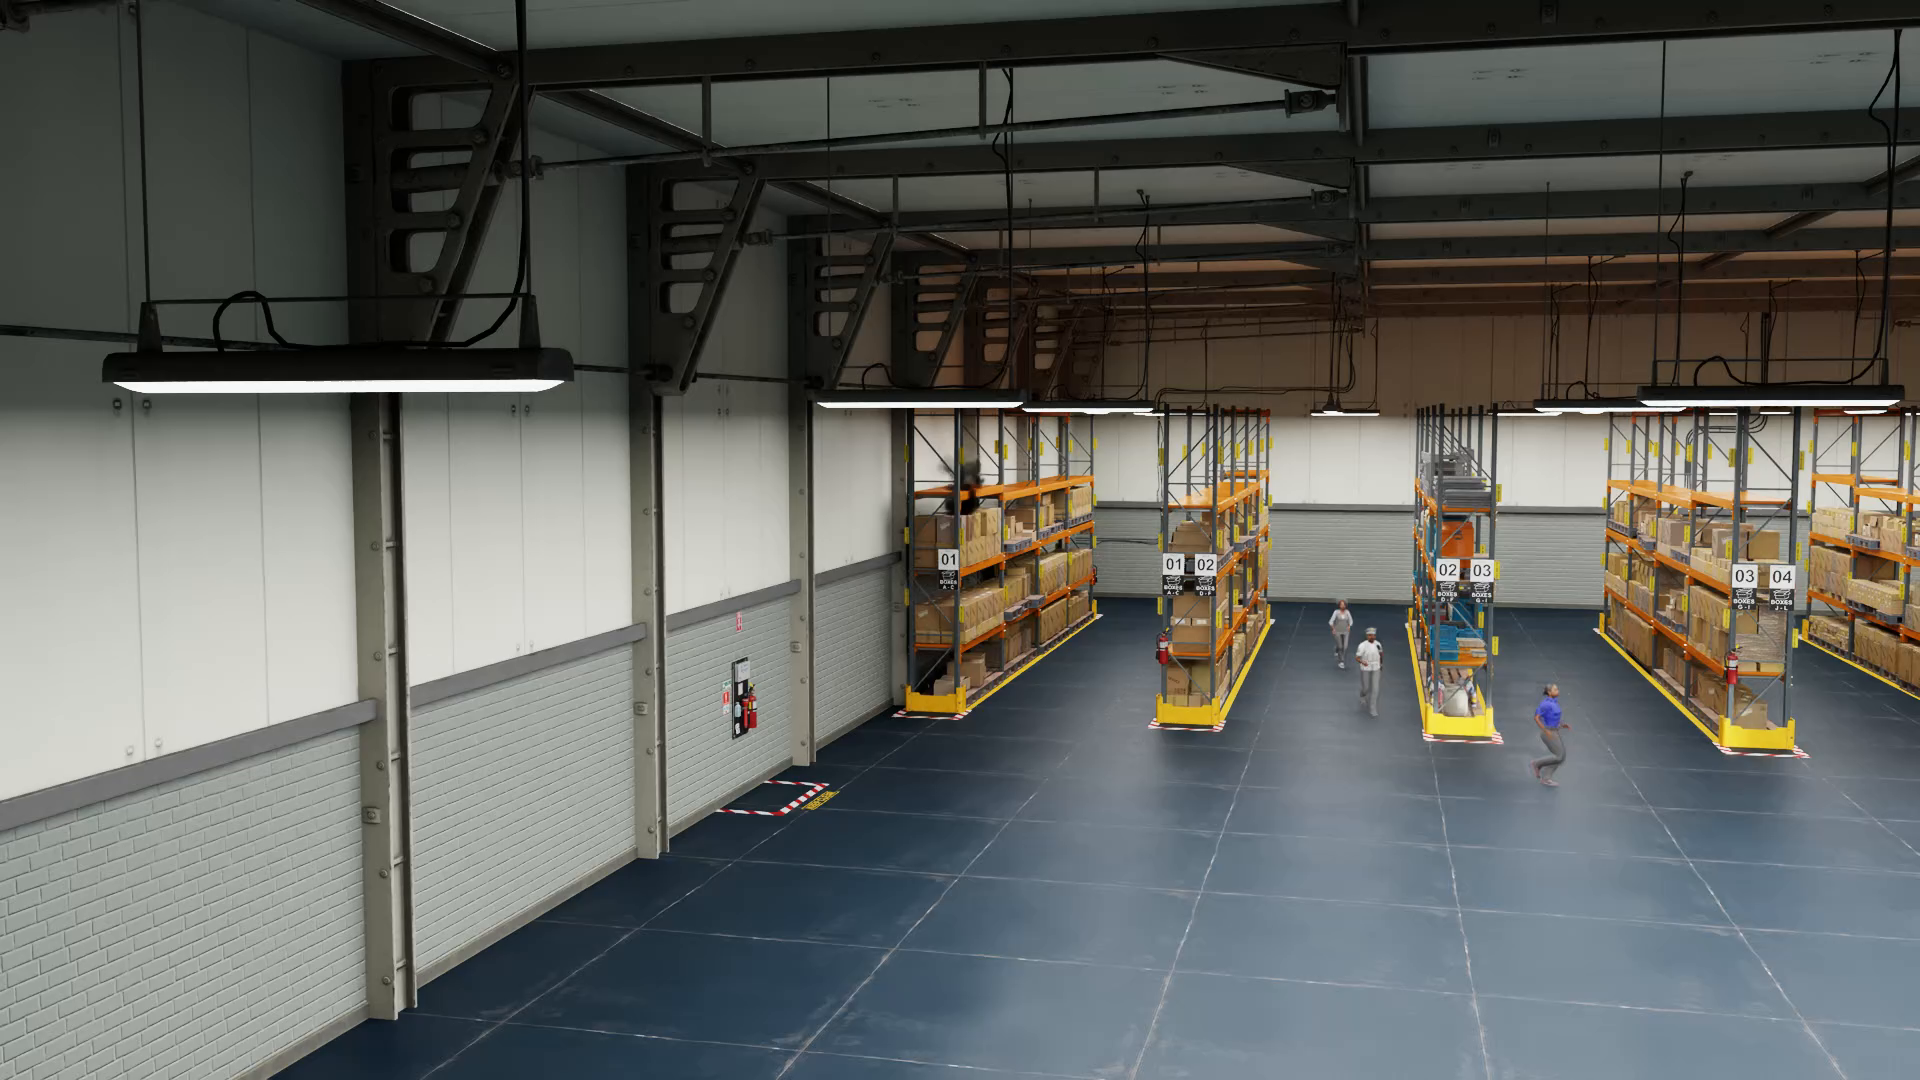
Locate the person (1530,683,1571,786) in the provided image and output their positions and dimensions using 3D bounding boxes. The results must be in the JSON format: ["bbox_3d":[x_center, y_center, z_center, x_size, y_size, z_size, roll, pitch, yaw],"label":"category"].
[{"bbox_3d":[9.228,3.042,25.938,0.557,1.599,0.584,3,5,36],"label":"person"}]

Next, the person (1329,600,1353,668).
[{"bbox_3d":[8.812,2.162,38.399,0.537,1.560,0.549,0,4,1],"label":"person"}]

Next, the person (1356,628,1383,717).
[{"bbox_3d":[7.972,2.534,32.301,0.579,1.692,0.838,0,4,-2],"label":"person"}]
